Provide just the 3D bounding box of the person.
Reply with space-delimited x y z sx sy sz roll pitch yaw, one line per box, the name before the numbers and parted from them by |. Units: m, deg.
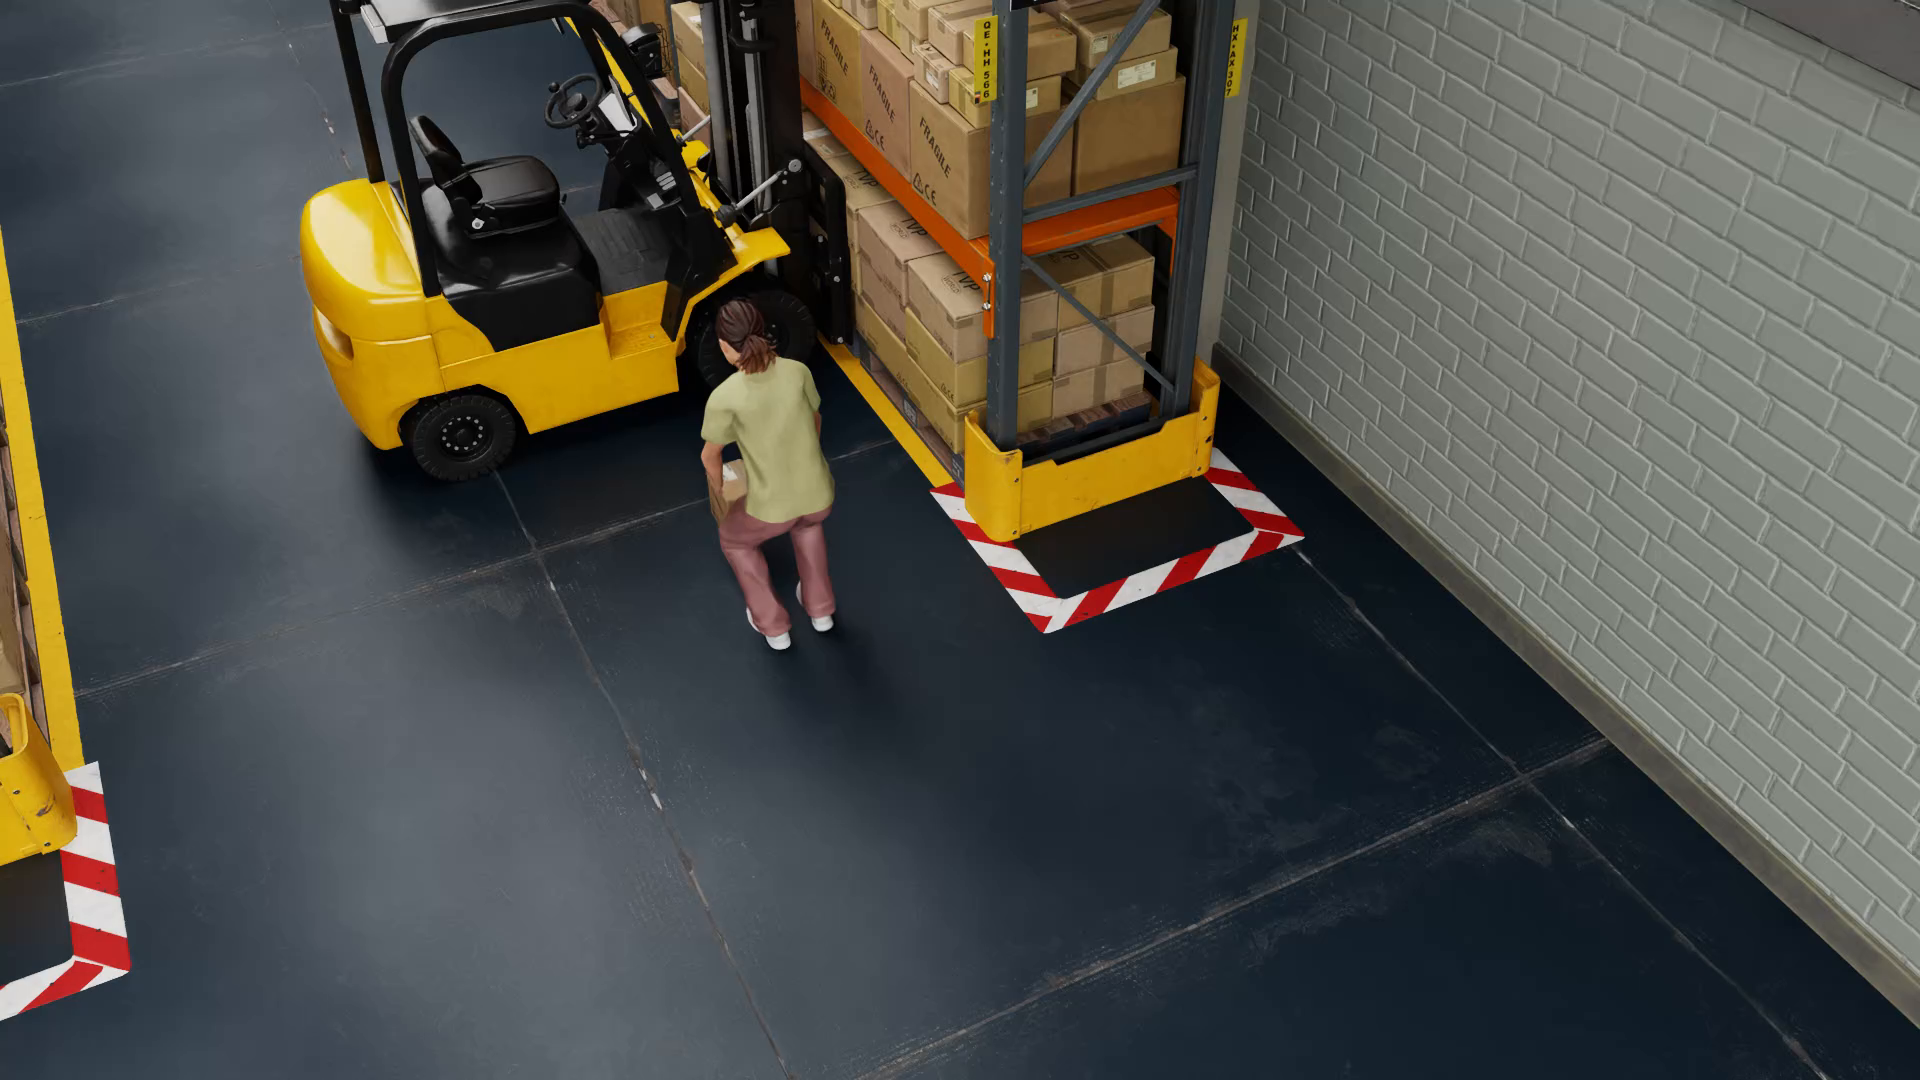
person | -0.752 -0.221 6.555 0.502 1.493 0.553 -19 45 -20
